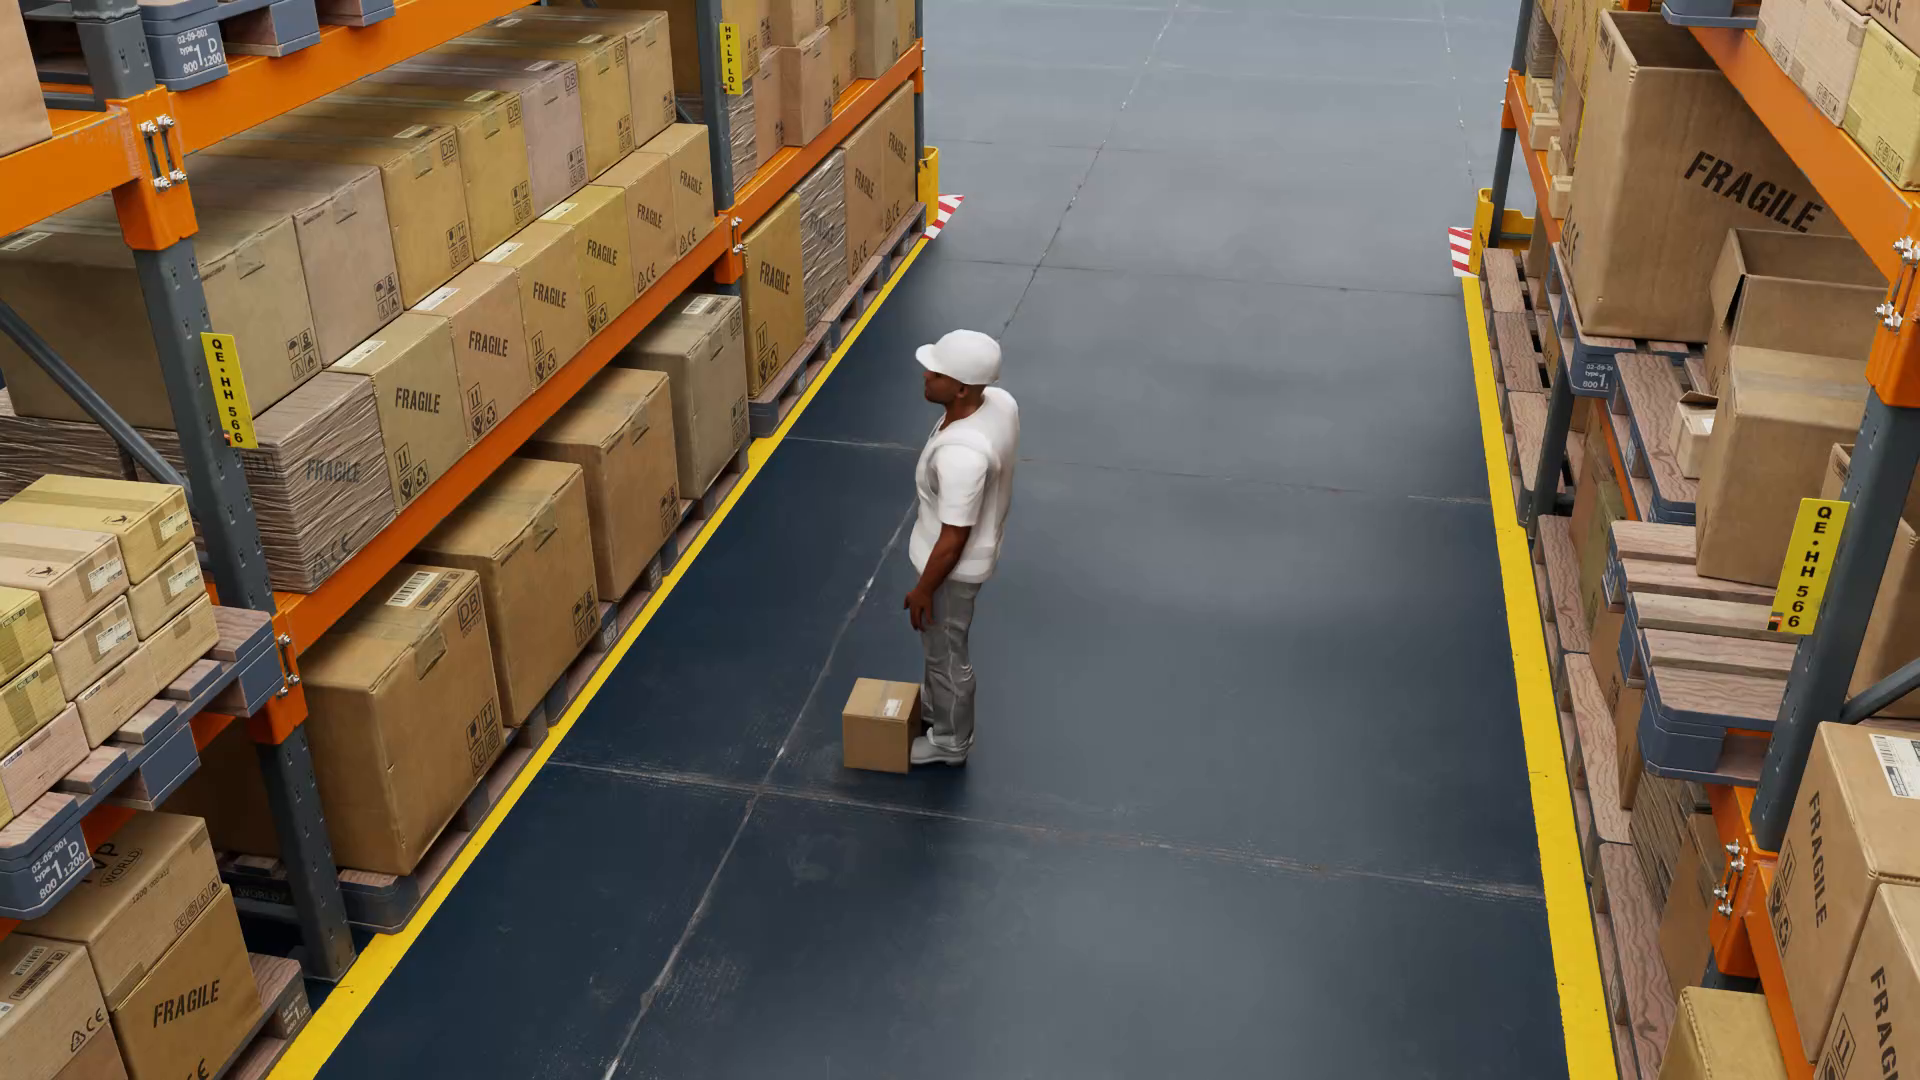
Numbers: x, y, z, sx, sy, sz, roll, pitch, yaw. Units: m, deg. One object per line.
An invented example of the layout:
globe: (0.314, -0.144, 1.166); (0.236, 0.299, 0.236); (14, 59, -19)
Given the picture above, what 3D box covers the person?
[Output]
person: (-0.096, 0.047, 5.995); (0.576, 1.766, 0.651); (6, 29, 11)
